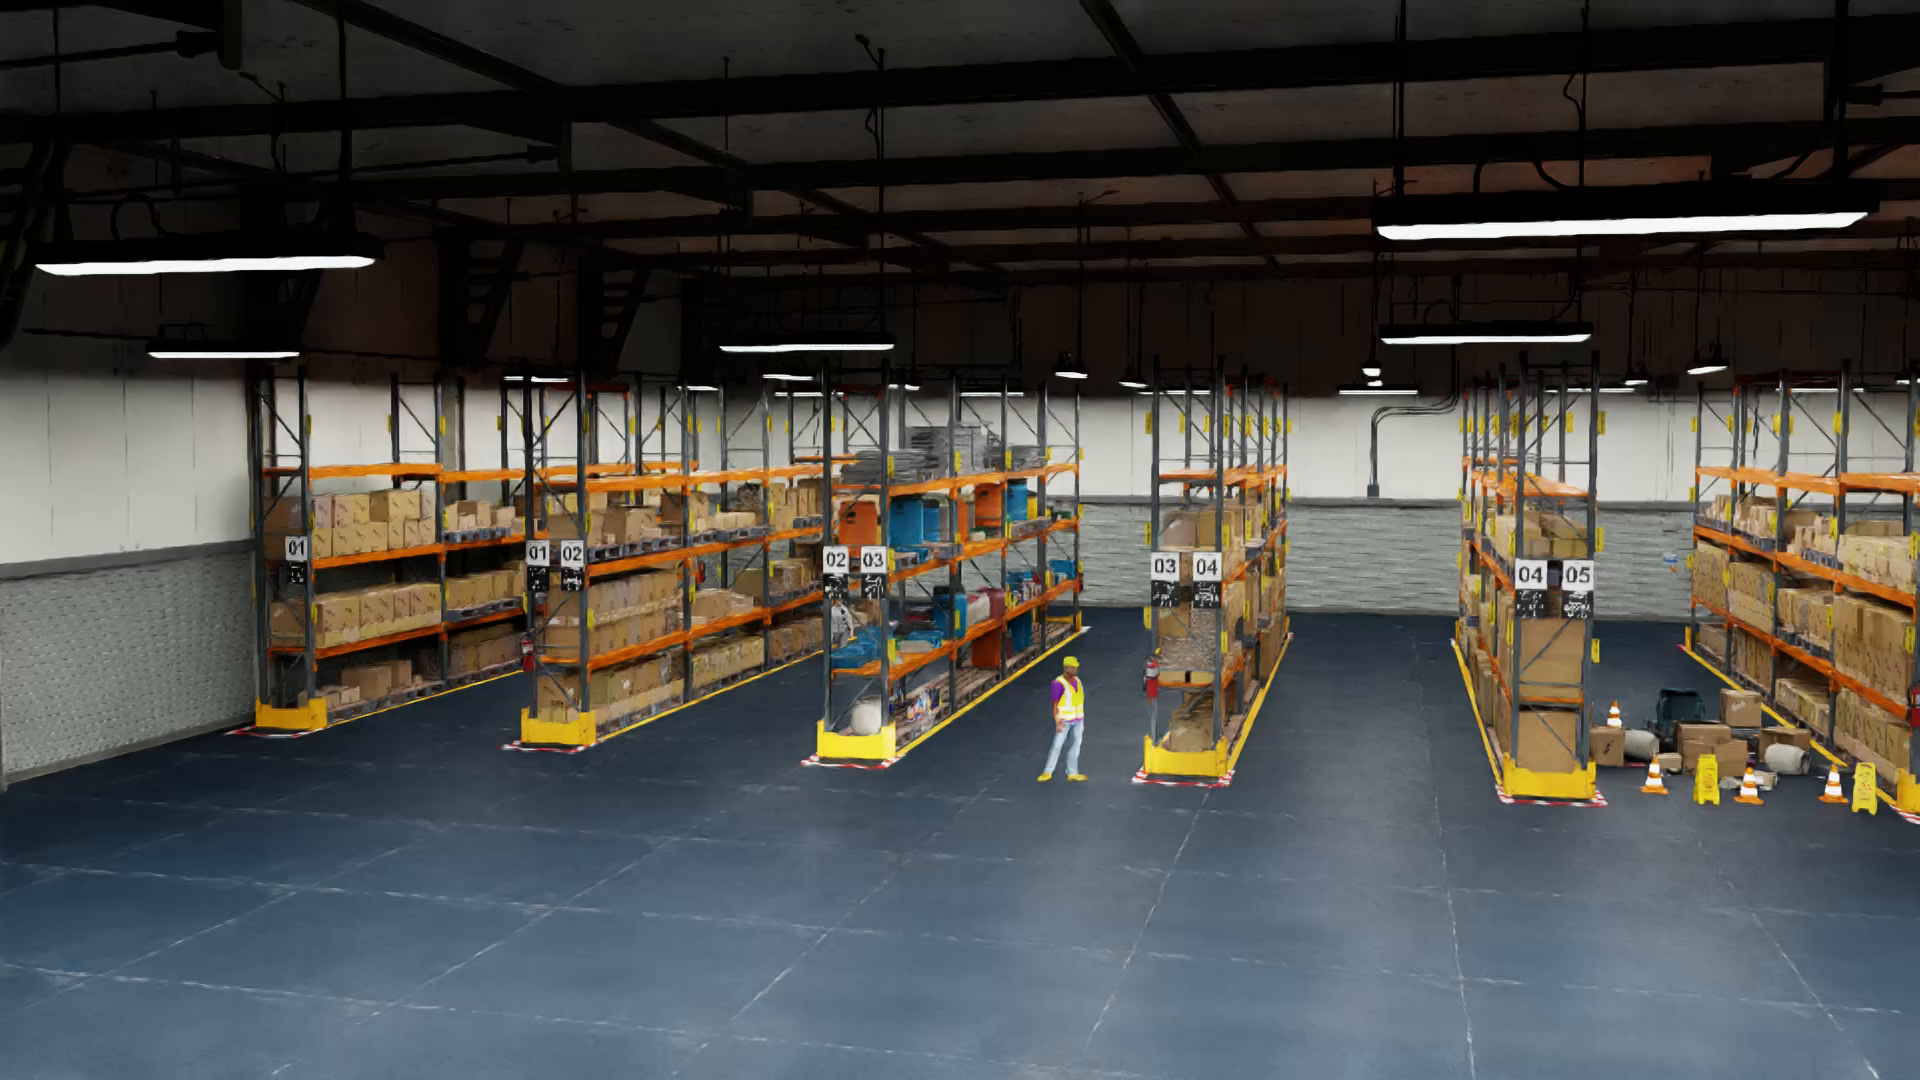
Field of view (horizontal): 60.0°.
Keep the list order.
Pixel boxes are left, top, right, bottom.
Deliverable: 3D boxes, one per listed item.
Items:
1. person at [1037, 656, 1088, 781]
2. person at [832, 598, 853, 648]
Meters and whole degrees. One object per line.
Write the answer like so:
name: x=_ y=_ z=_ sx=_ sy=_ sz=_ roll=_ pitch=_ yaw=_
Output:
person: x=1.436 y=2.515 z=23.362 sx=0.714 sy=1.766 sz=0.472 roll=-3 pitch=5 yaw=-36
person: x=-2.456 y=1.854 z=33.900 sx=0.495 sy=1.585 sz=1.086 roll=1 pitch=4 yaw=17
